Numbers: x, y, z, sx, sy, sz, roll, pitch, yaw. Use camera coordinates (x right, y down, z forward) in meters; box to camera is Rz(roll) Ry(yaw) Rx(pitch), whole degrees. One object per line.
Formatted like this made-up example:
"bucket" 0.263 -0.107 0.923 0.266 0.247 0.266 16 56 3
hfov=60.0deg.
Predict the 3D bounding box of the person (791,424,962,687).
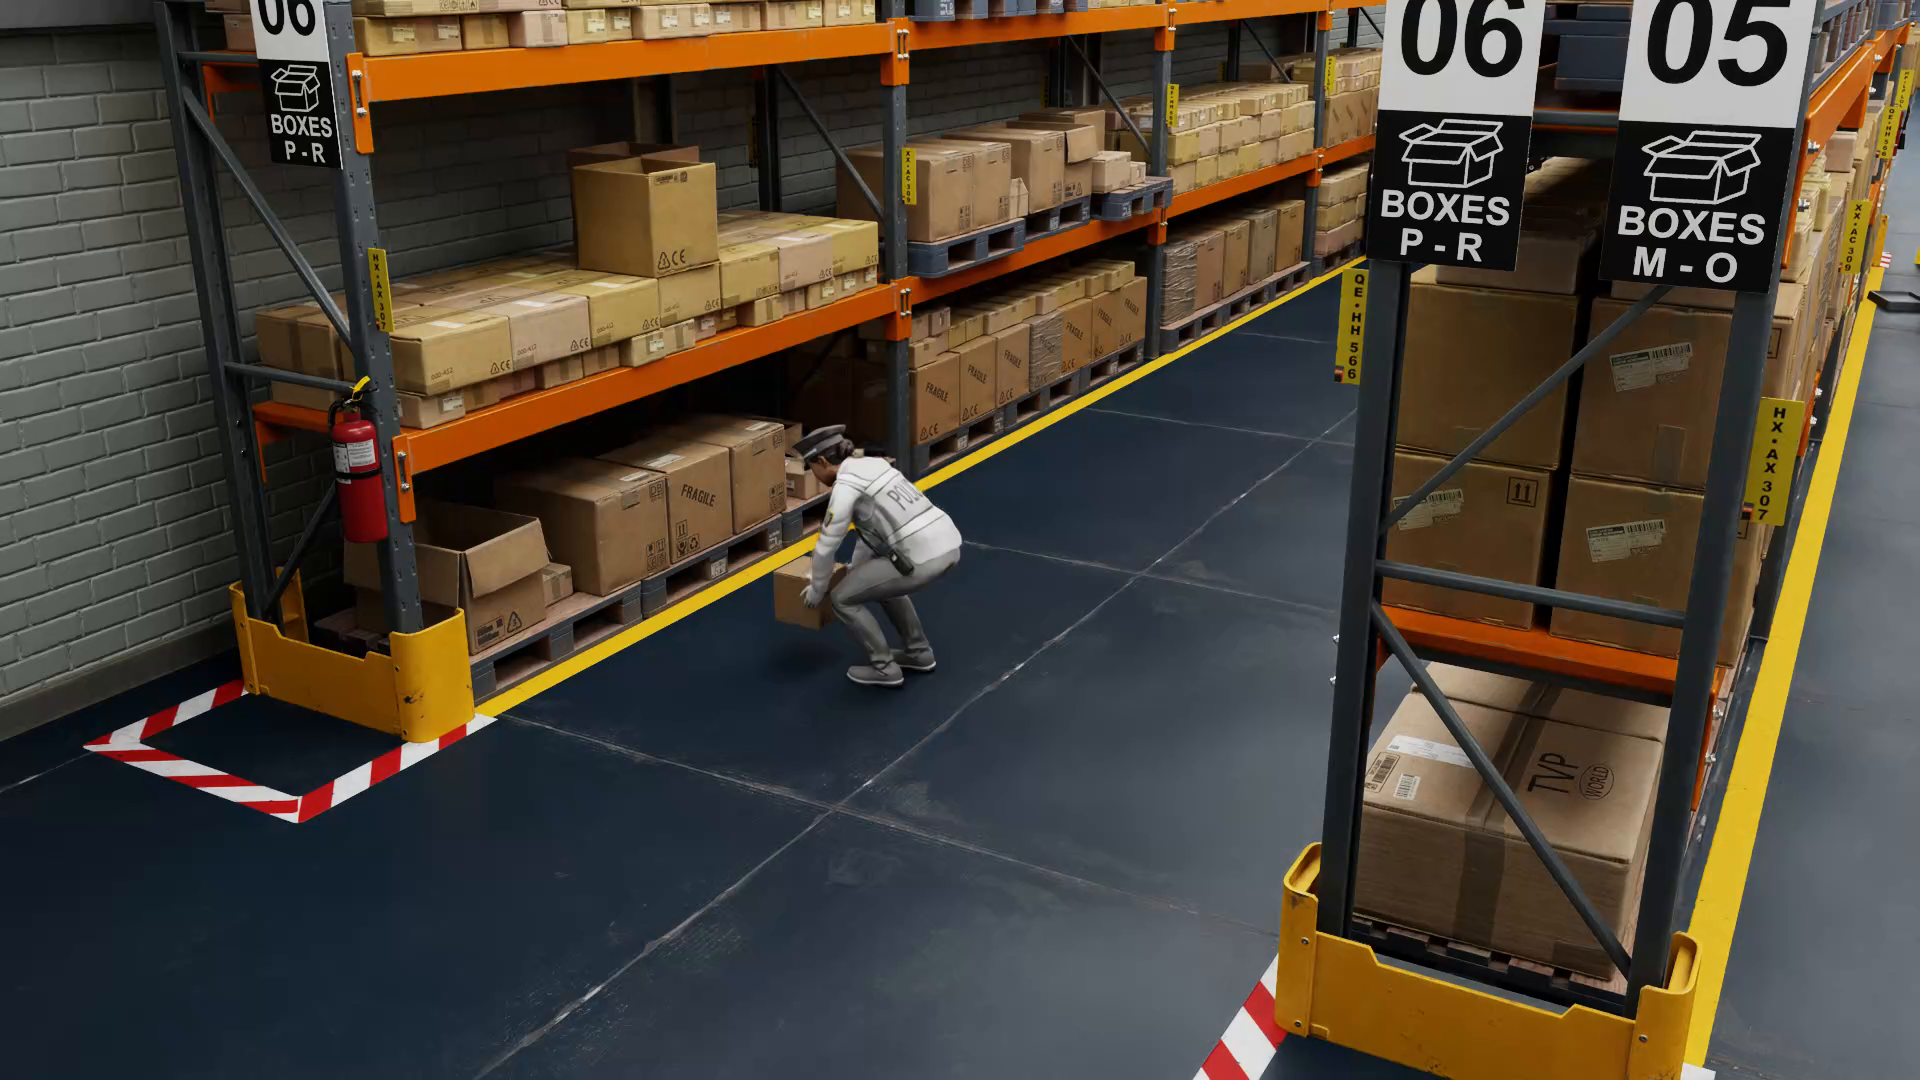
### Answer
"person" -0.394 0.072 7.587 0.788 1.188 0.524 11 22 27
